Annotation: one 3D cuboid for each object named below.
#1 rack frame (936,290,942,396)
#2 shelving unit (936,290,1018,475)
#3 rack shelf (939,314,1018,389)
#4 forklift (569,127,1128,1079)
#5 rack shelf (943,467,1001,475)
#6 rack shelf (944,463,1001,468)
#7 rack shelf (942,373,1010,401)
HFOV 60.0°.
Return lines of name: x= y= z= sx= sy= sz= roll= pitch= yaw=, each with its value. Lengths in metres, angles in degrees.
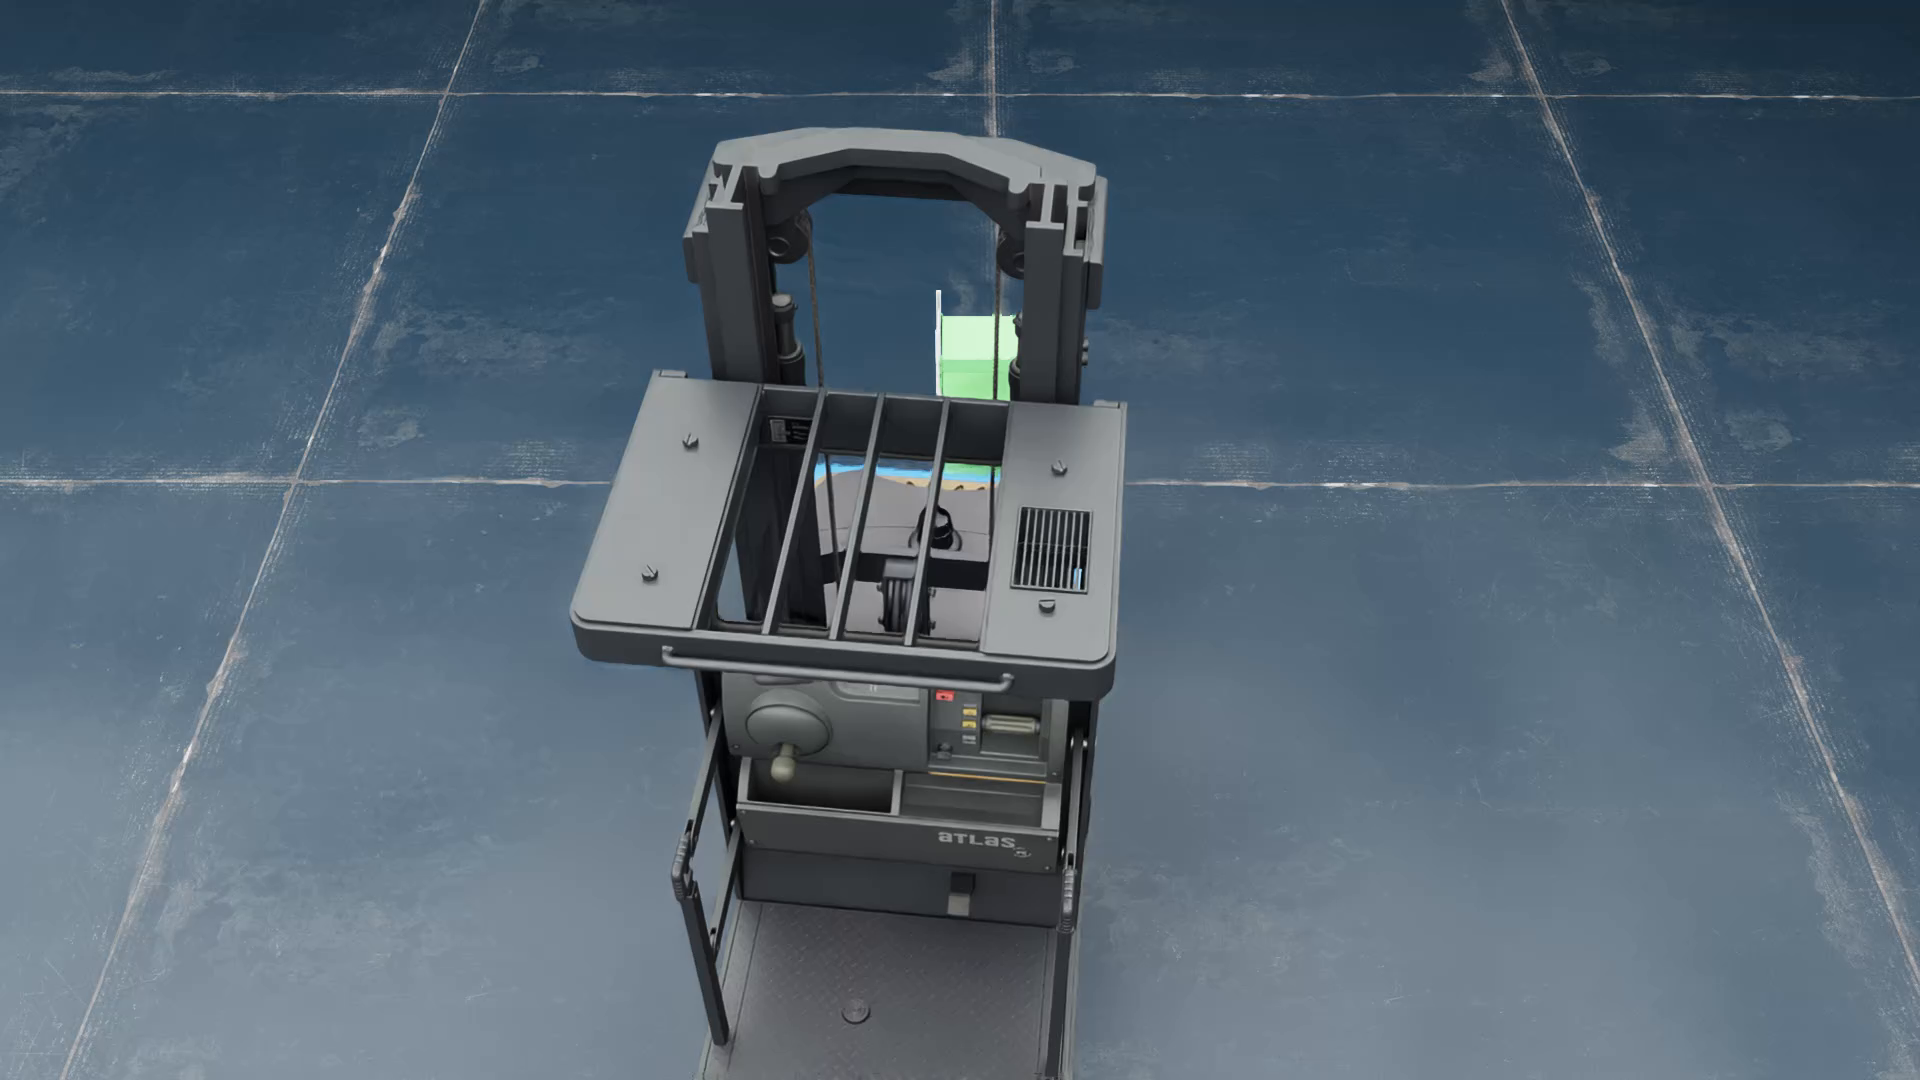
rack frame: x=-0.078 y=-0.409 z=6.392 sx=0.015 sy=1.200 sz=0.240 roll=0 pitch=47 yaw=0
shelving unit: x=0.166 y=-0.408 z=6.391 sx=0.503 sy=1.200 sz=0.258 roll=0 pitch=47 yaw=0
rack shelf: x=0.166 y=-0.692 z=6.087 sx=0.480 sy=0.148 sz=0.258 roll=0 pitch=47 yaw=0
forklift: x=-0.194 y=0.573 z=4.295 sx=1.130 sy=2.935 sz=3.031 roll=4 pitch=47 yaw=4
rack shelf: x=0.166 y=-0.201 z=6.614 sx=0.480 sy=0.148 sz=0.258 roll=0 pitch=47 yaw=0
rack shelf: x=0.166 y=-0.365 z=6.438 sx=0.480 sy=0.148 sz=0.258 roll=0 pitch=47 yaw=0
rack shelf: x=0.166 y=-0.528 z=6.262 sx=0.480 sy=0.148 sz=0.258 roll=0 pitch=47 yaw=0
